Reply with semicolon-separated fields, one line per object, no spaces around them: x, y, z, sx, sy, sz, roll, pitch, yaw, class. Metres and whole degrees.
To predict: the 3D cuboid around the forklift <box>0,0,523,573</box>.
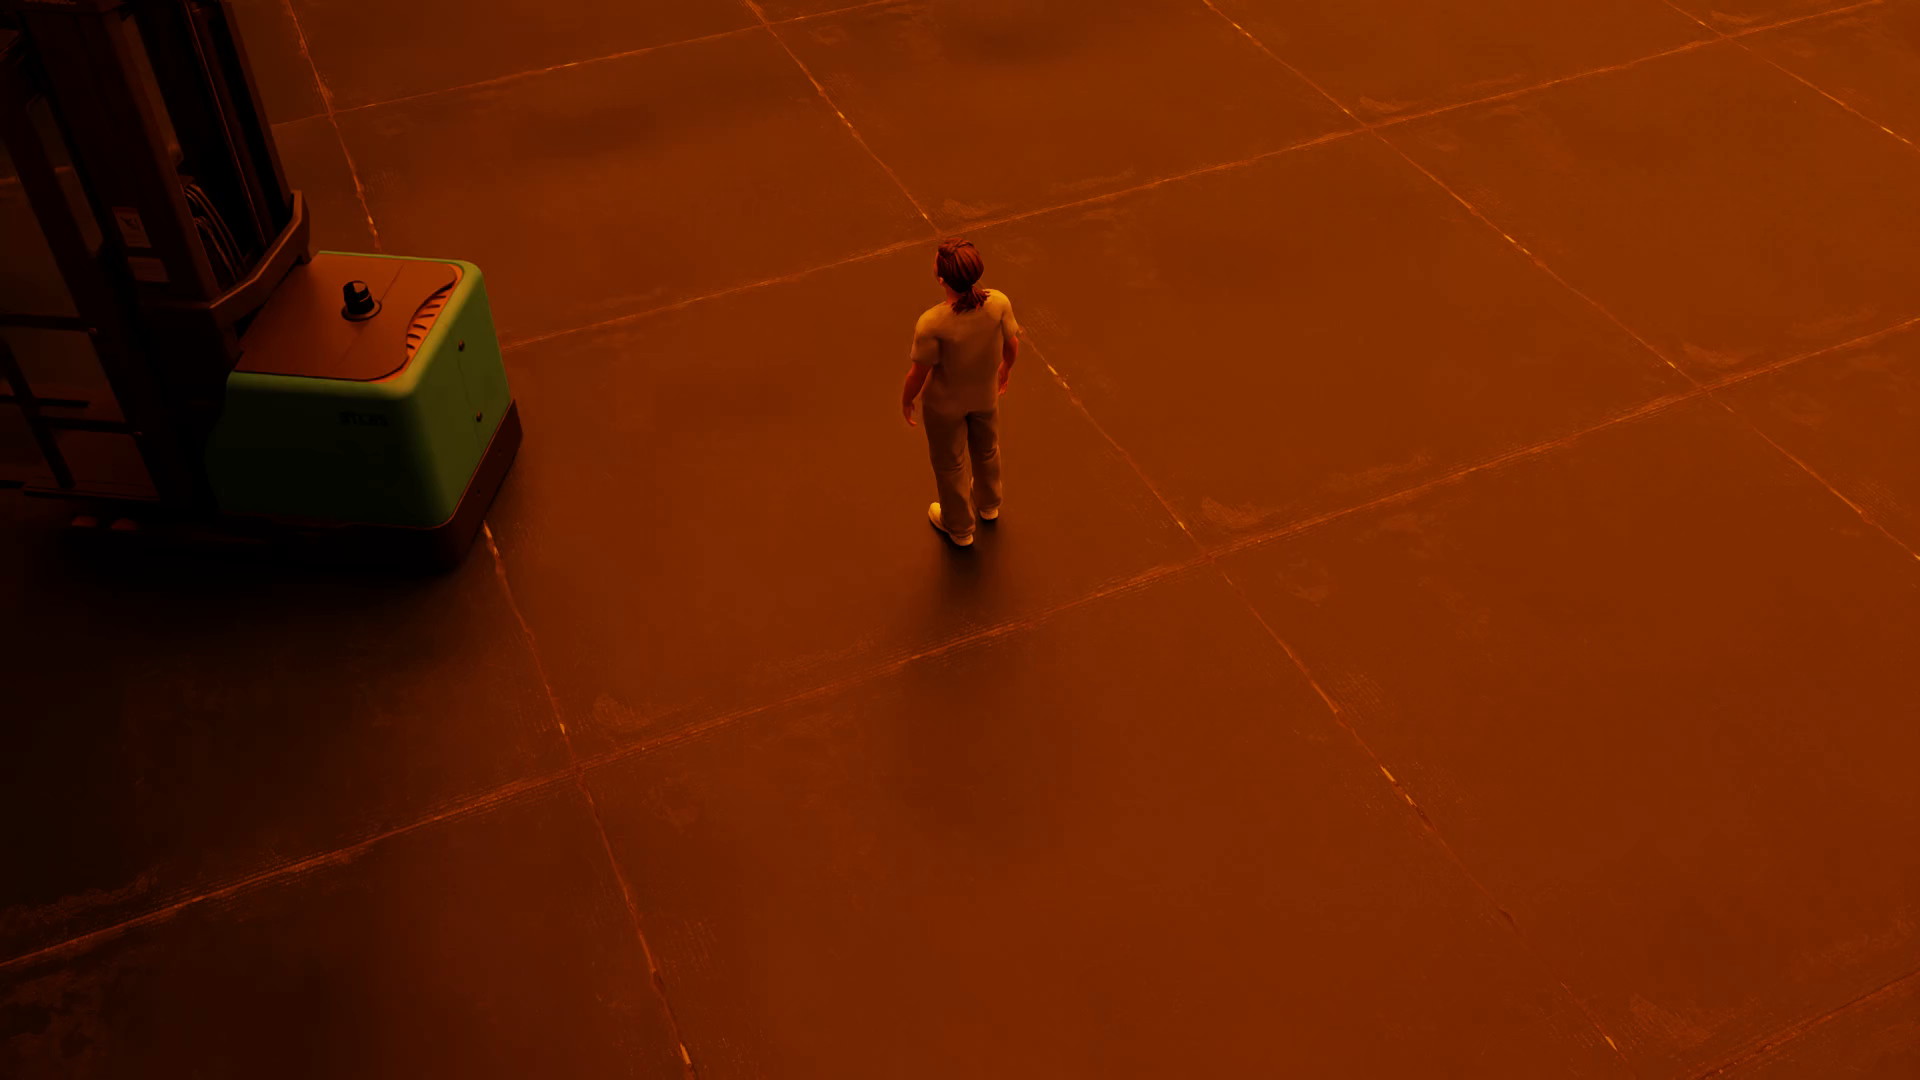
-3.731;-1.364;7.142;3.031;2.935;1.130;5;43;5;forklift

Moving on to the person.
-0.019;-0.668;7.305;0.550;1.673;0.548;-18;46;-18;person
